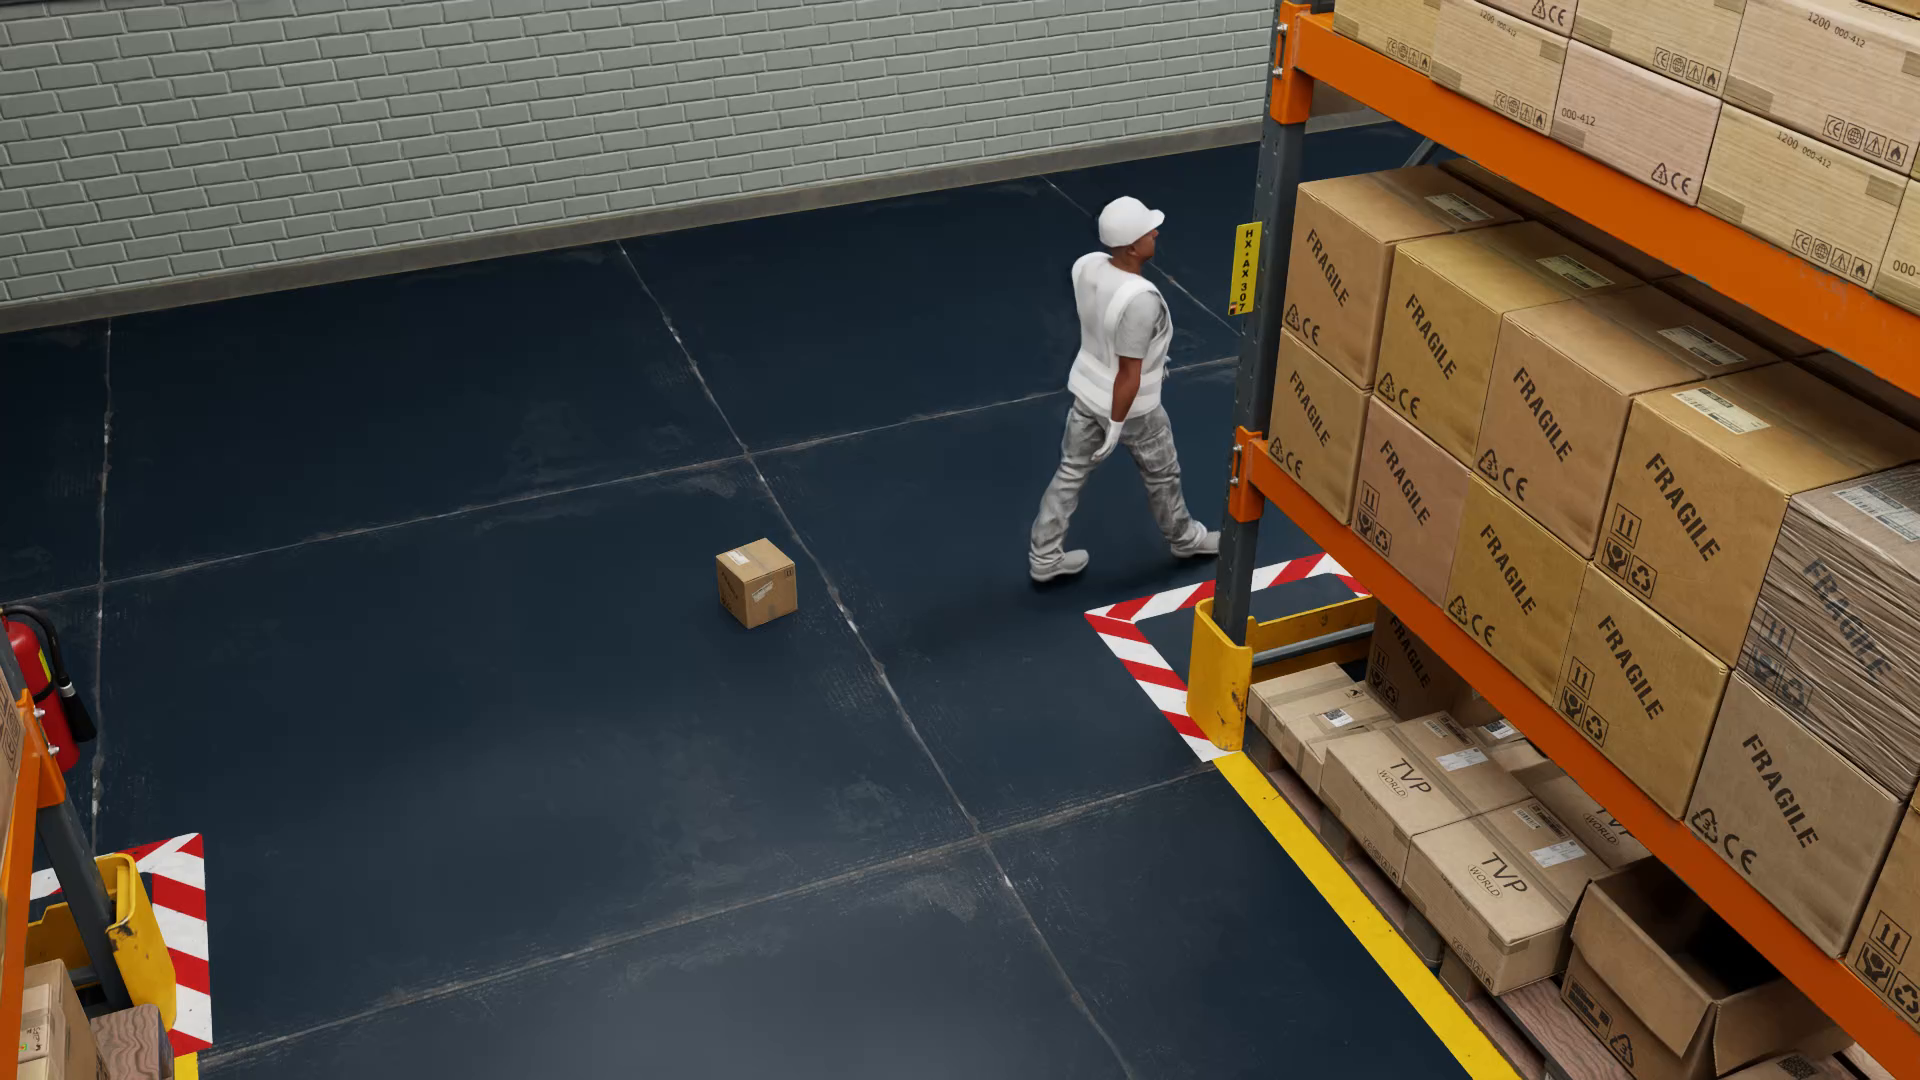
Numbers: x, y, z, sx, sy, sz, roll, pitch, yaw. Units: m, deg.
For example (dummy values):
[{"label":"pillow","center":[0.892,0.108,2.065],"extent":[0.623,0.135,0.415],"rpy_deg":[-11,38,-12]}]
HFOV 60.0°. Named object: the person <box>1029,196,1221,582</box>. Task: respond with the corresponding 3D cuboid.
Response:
[{"label":"person","center":[0.754,-0.650,7.088],"extent":[0.969,1.741,0.545],"rpy_deg":[-18,37,-25]}]
